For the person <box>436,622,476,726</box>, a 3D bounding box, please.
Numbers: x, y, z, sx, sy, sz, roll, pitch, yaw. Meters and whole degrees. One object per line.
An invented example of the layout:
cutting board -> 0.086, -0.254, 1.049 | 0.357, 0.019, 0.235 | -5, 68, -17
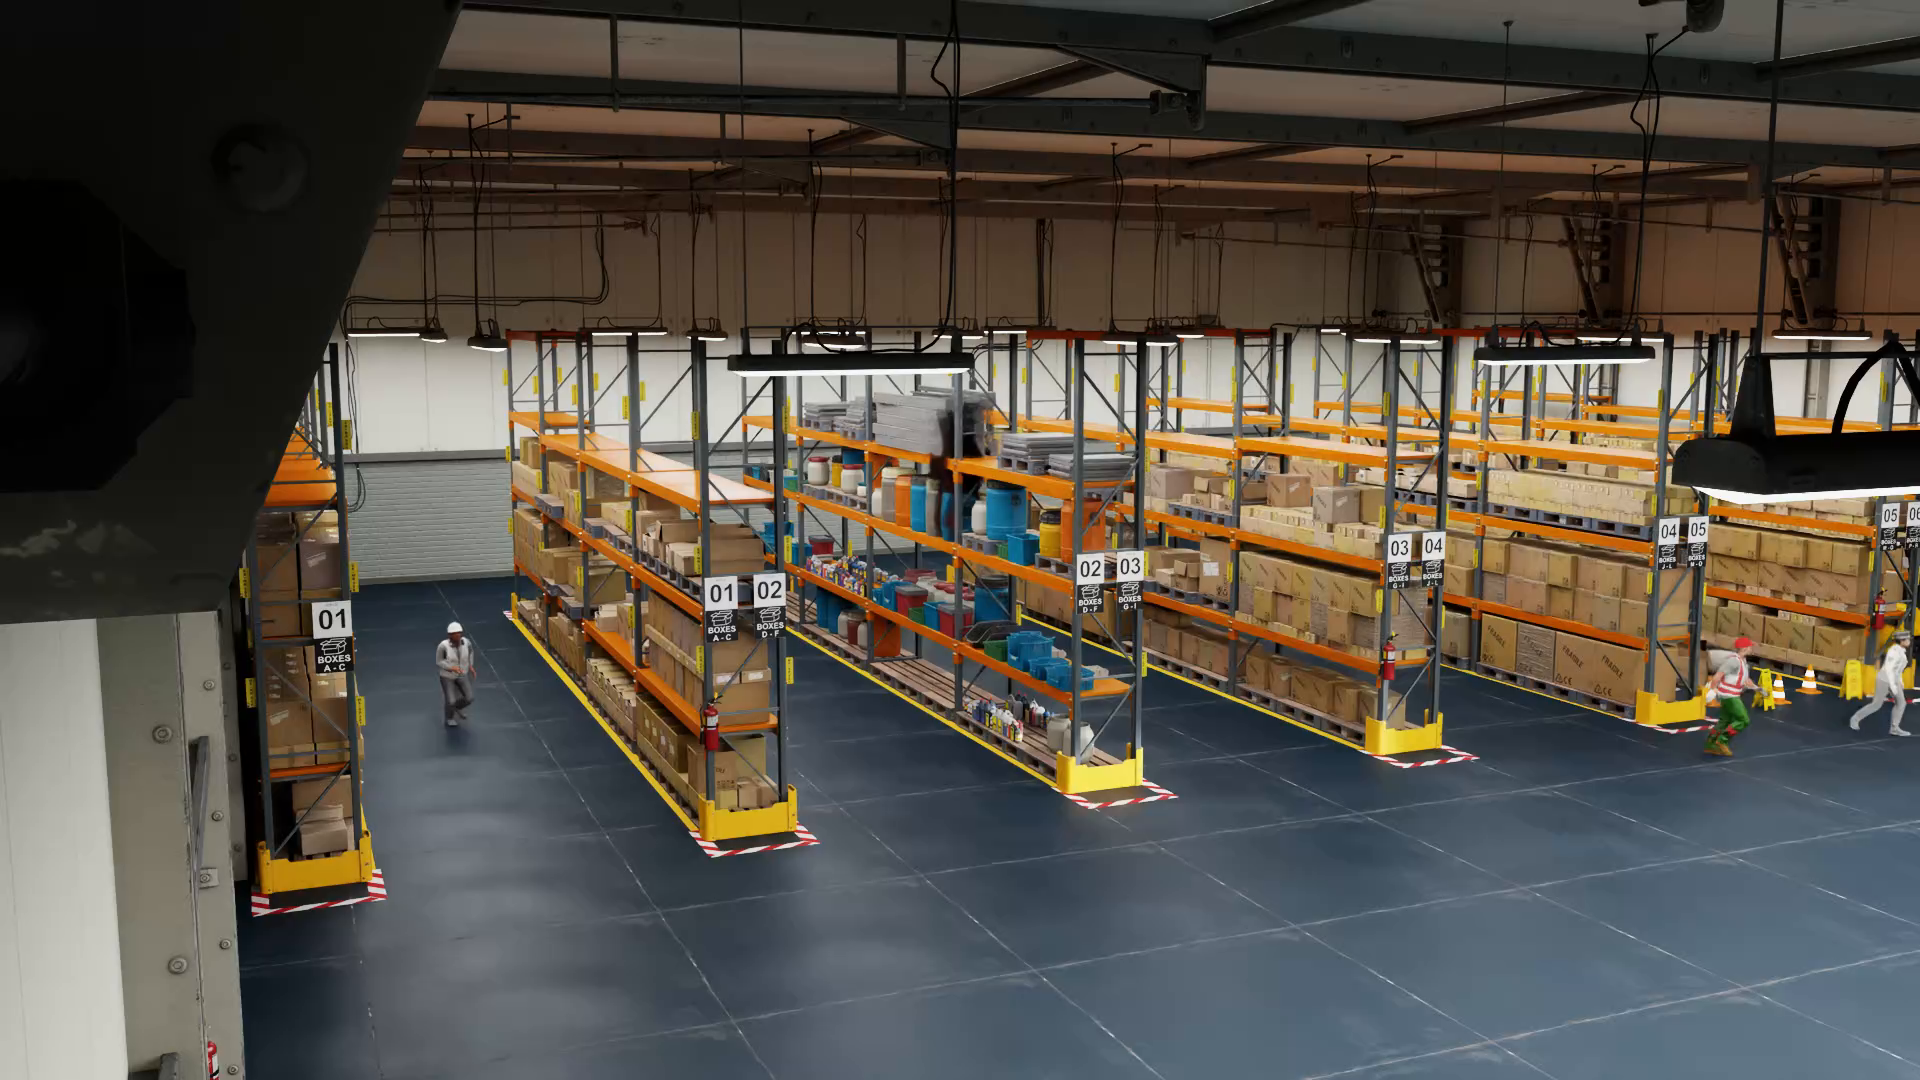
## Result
person -> -7.720, 2.057, 25.464 | 0.650, 1.664, 0.747 | -6, 10, -40

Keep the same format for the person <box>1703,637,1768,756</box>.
person -> 11.087, 2.234, 23.751 | 0.783, 1.731, 0.654 | 5, 9, 30

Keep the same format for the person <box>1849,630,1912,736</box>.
person -> 13.980, 2.125, 25.171 | 0.822, 1.606, 0.641 | 7, 11, 43

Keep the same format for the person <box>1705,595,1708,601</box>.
person -> 15.241, 0.977, 33.876 | 0.545, 1.535, 0.584 | -5, 9, -34
